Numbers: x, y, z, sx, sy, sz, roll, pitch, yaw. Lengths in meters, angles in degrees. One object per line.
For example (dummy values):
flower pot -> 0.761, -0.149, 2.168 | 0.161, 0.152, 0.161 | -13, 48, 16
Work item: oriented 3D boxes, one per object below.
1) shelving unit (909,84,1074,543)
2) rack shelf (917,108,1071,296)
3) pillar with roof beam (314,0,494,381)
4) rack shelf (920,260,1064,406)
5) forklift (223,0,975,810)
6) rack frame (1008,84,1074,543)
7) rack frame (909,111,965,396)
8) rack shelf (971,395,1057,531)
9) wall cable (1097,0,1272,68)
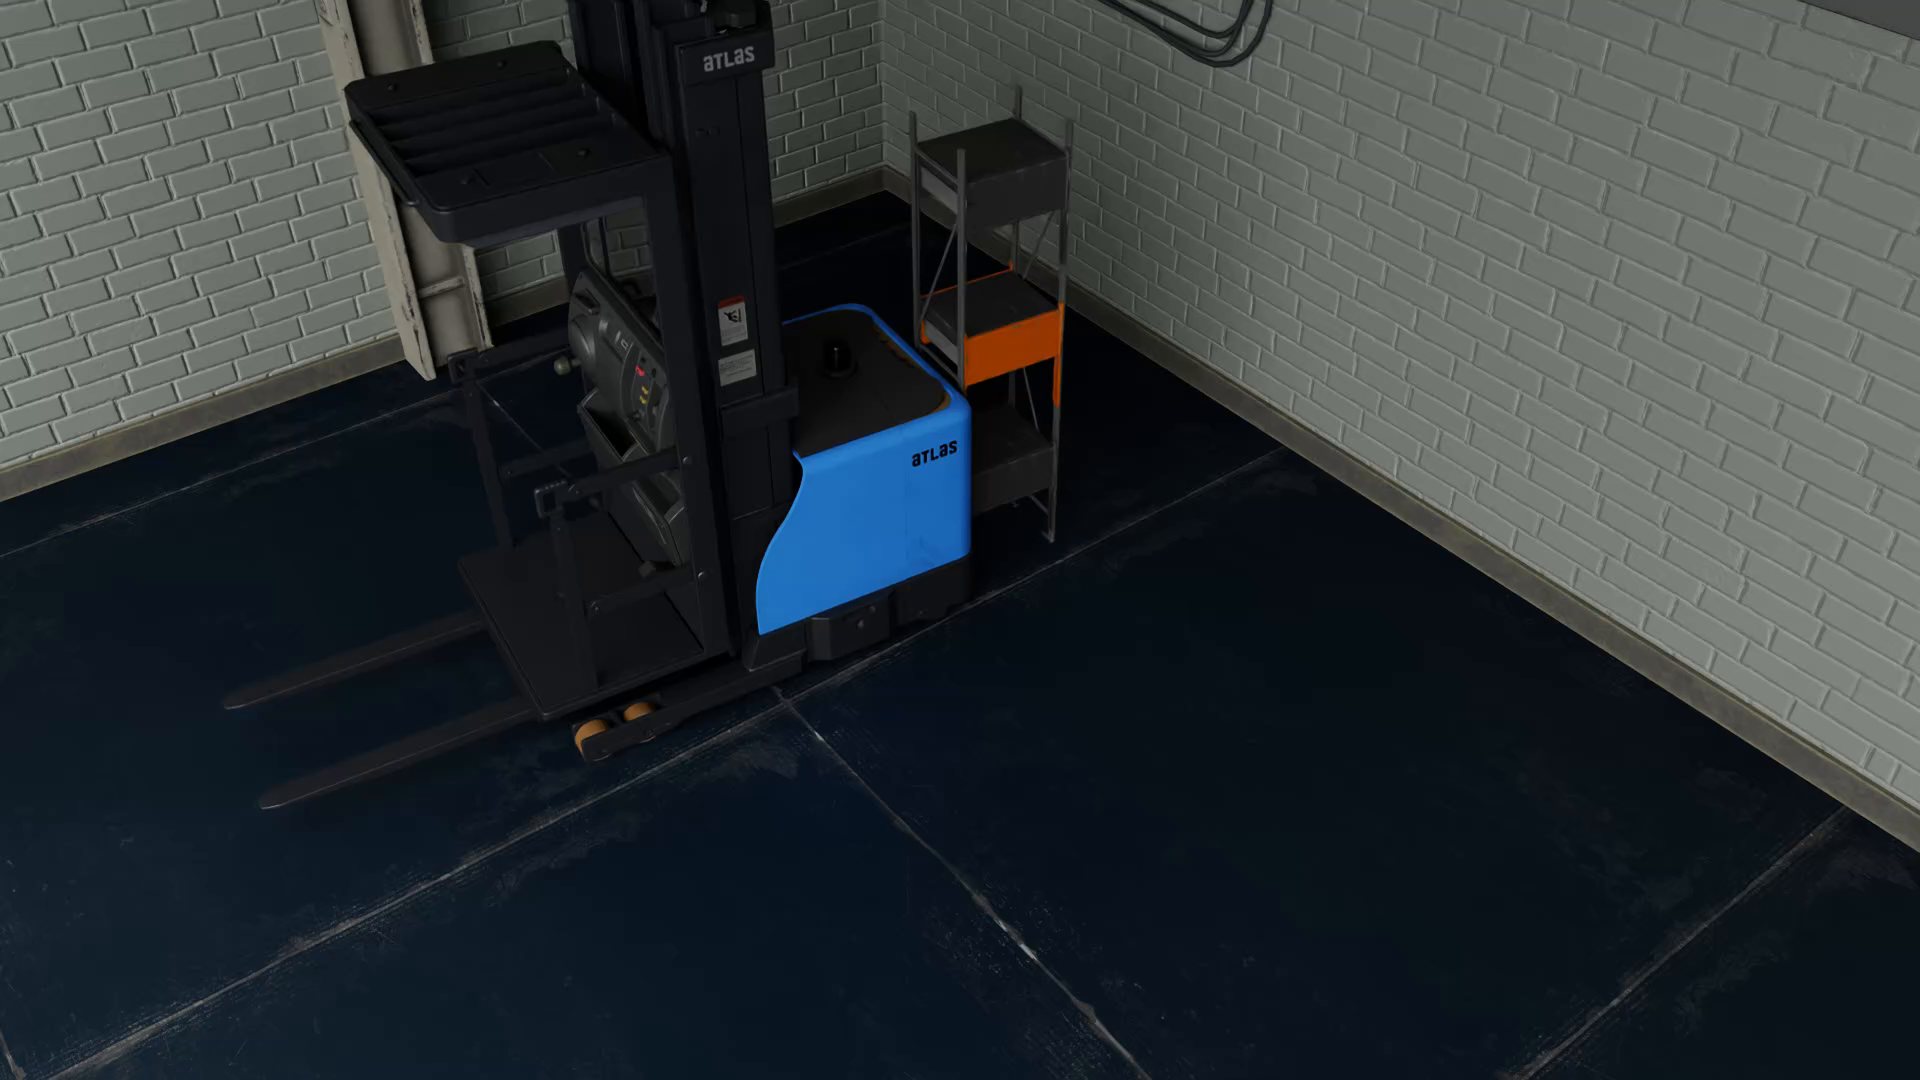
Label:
shelving unit -> 0.120, -0.829, 7.105 | 0.503, 2.100, 0.431 | -21, 44, -23
rack shelf -> 0.120, -1.359, 6.669 | 0.480, 0.518, 0.431 | -21, 44, -23
pillar with roof beam -> -0.124, -2.306, 3.466 | 0.400, 9.000, 9.100 | -26, 46, -28
rack shelf -> 0.120, -0.818, 7.113 | 0.480, 0.518, 0.431 | -21, 44, -23
forklift -> -1.466, -0.633, 6.211 | 3.031, 2.935, 1.130 | -21, 44, -23
rack frame -> 0.330, -0.908, 7.202 | 0.015, 2.100, 0.400 | -21, 44, -23
rack frame -> -0.089, -0.749, 7.008 | 0.015, 2.100, 0.400 | -21, 44, -23
rack shelf -> 0.120, -0.277, 7.557 | 0.480, 0.518, 0.431 | -21, 44, -23
wall cable -> 0.394, -3.744, 7.667 | 0.112, 2.526, 3.097 | -26, 46, -28
